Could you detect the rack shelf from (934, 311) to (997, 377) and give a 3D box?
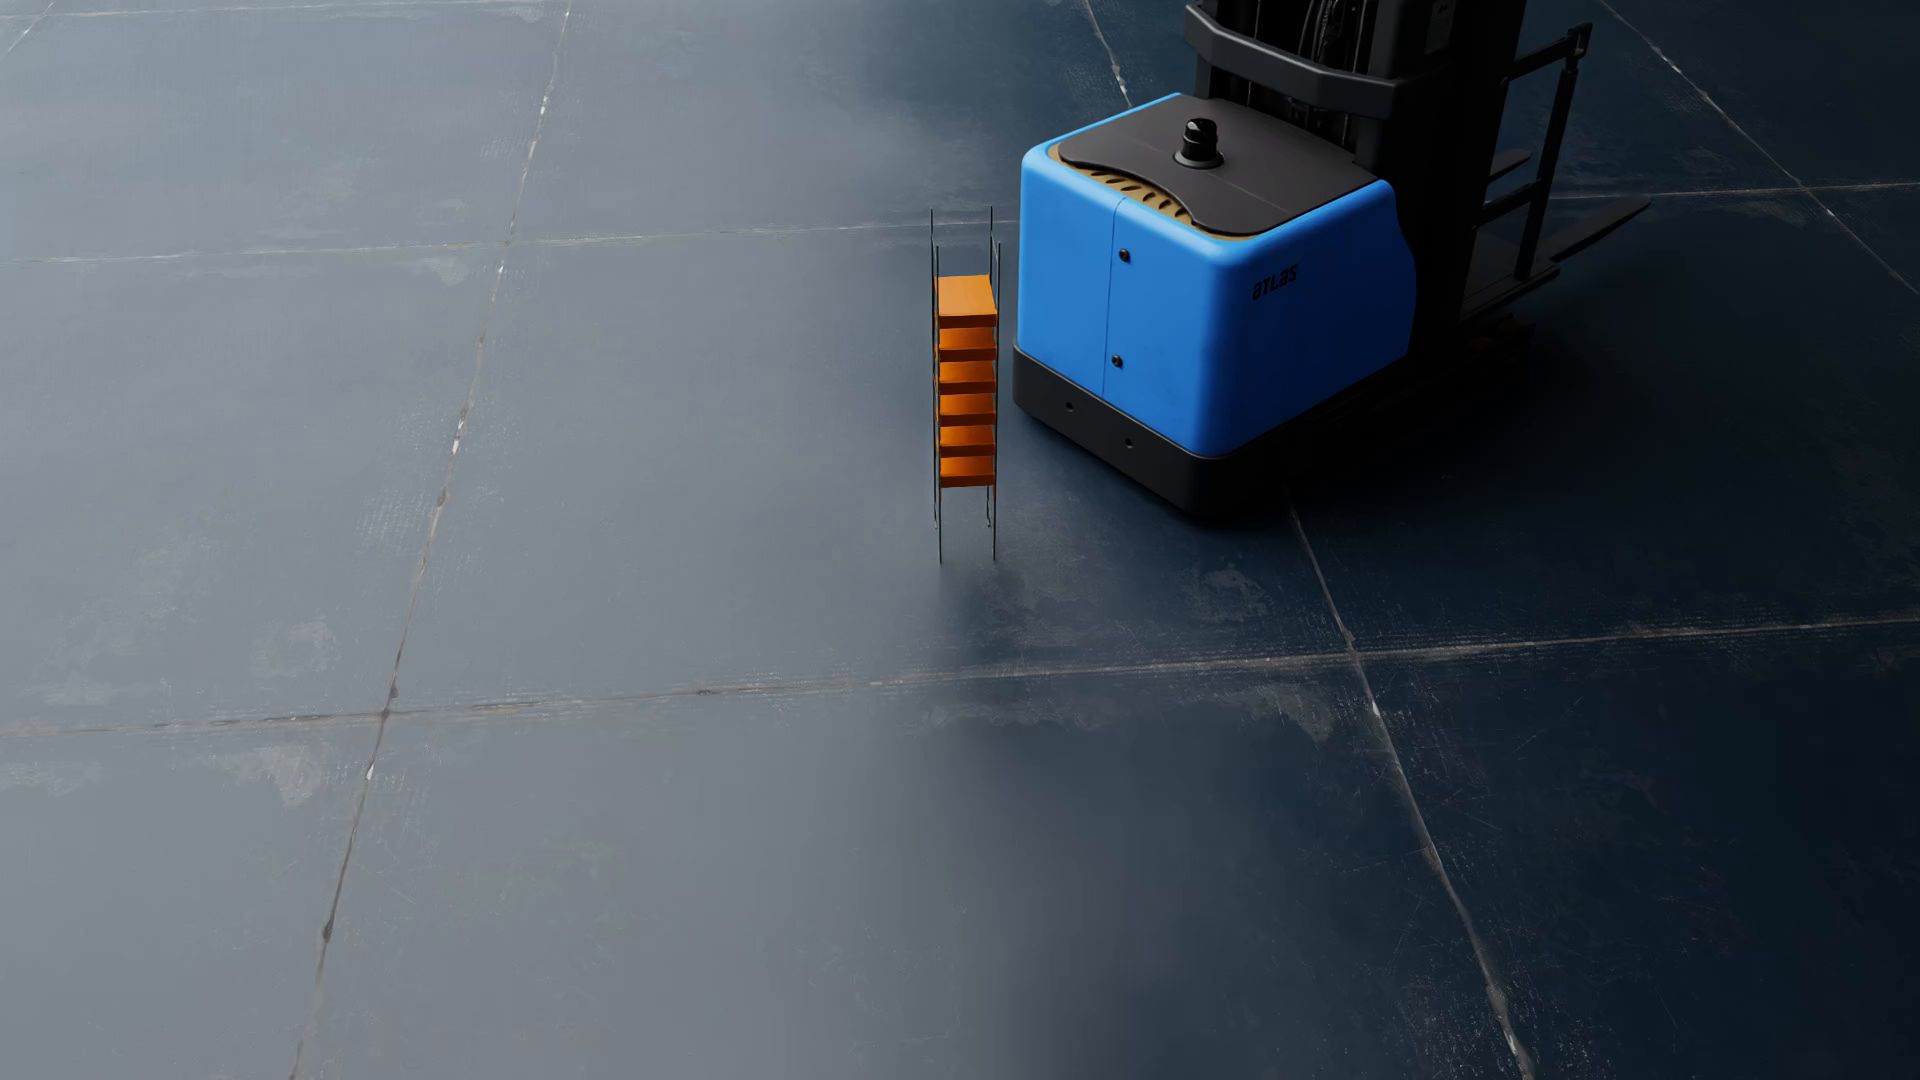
[{"bbox_3d":[0.014,-0.625,5.228,0.180,0.103,0.258,-3,38,-4],"label":"rack shelf"}]

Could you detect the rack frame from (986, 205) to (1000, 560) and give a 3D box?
[{"bbox_3d":[0.106,-0.477,5.355,0.006,1.200,0.240,-3,38,-4],"label":"rack frame"}]

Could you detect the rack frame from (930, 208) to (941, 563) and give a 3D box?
[{"bbox_3d":[-0.077,-0.467,5.343,0.006,1.200,0.240,-3,38,-4],"label":"rack frame"}]

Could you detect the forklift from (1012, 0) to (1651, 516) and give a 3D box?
[{"bbox_3d":[1.645,-2.006,5.895,3.031,2.935,1.130,-28,46,-31],"label":"forklift"}]

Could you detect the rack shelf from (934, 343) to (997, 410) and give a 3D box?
[{"bbox_3d":[0.014,-0.531,5.302,0.180,0.103,0.258,-3,38,-4],"label":"rack shelf"}]

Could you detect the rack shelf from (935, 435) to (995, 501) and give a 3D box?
[{"bbox_3d":[0.014,-0.249,5.525,0.180,0.103,0.258,-3,38,-4],"label":"rack shelf"}]

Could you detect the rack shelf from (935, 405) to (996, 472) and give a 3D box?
[{"bbox_3d":[0.014,-0.343,5.451,0.180,0.103,0.258,-3,38,-4],"label":"rack shelf"}]

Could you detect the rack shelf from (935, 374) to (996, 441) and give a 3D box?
[{"bbox_3d":[0.014,-0.437,5.377,0.180,0.103,0.258,-3,38,-4],"label":"rack shelf"}]

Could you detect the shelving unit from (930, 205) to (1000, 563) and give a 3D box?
[{"bbox_3d":[0.014,-0.472,5.349,0.189,1.200,0.258,-3,38,-4],"label":"shelving unit"}]

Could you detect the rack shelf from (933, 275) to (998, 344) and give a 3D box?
[{"bbox_3d":[0.014,-0.720,5.154,0.180,0.103,0.258,-3,38,-4],"label":"rack shelf"}]
